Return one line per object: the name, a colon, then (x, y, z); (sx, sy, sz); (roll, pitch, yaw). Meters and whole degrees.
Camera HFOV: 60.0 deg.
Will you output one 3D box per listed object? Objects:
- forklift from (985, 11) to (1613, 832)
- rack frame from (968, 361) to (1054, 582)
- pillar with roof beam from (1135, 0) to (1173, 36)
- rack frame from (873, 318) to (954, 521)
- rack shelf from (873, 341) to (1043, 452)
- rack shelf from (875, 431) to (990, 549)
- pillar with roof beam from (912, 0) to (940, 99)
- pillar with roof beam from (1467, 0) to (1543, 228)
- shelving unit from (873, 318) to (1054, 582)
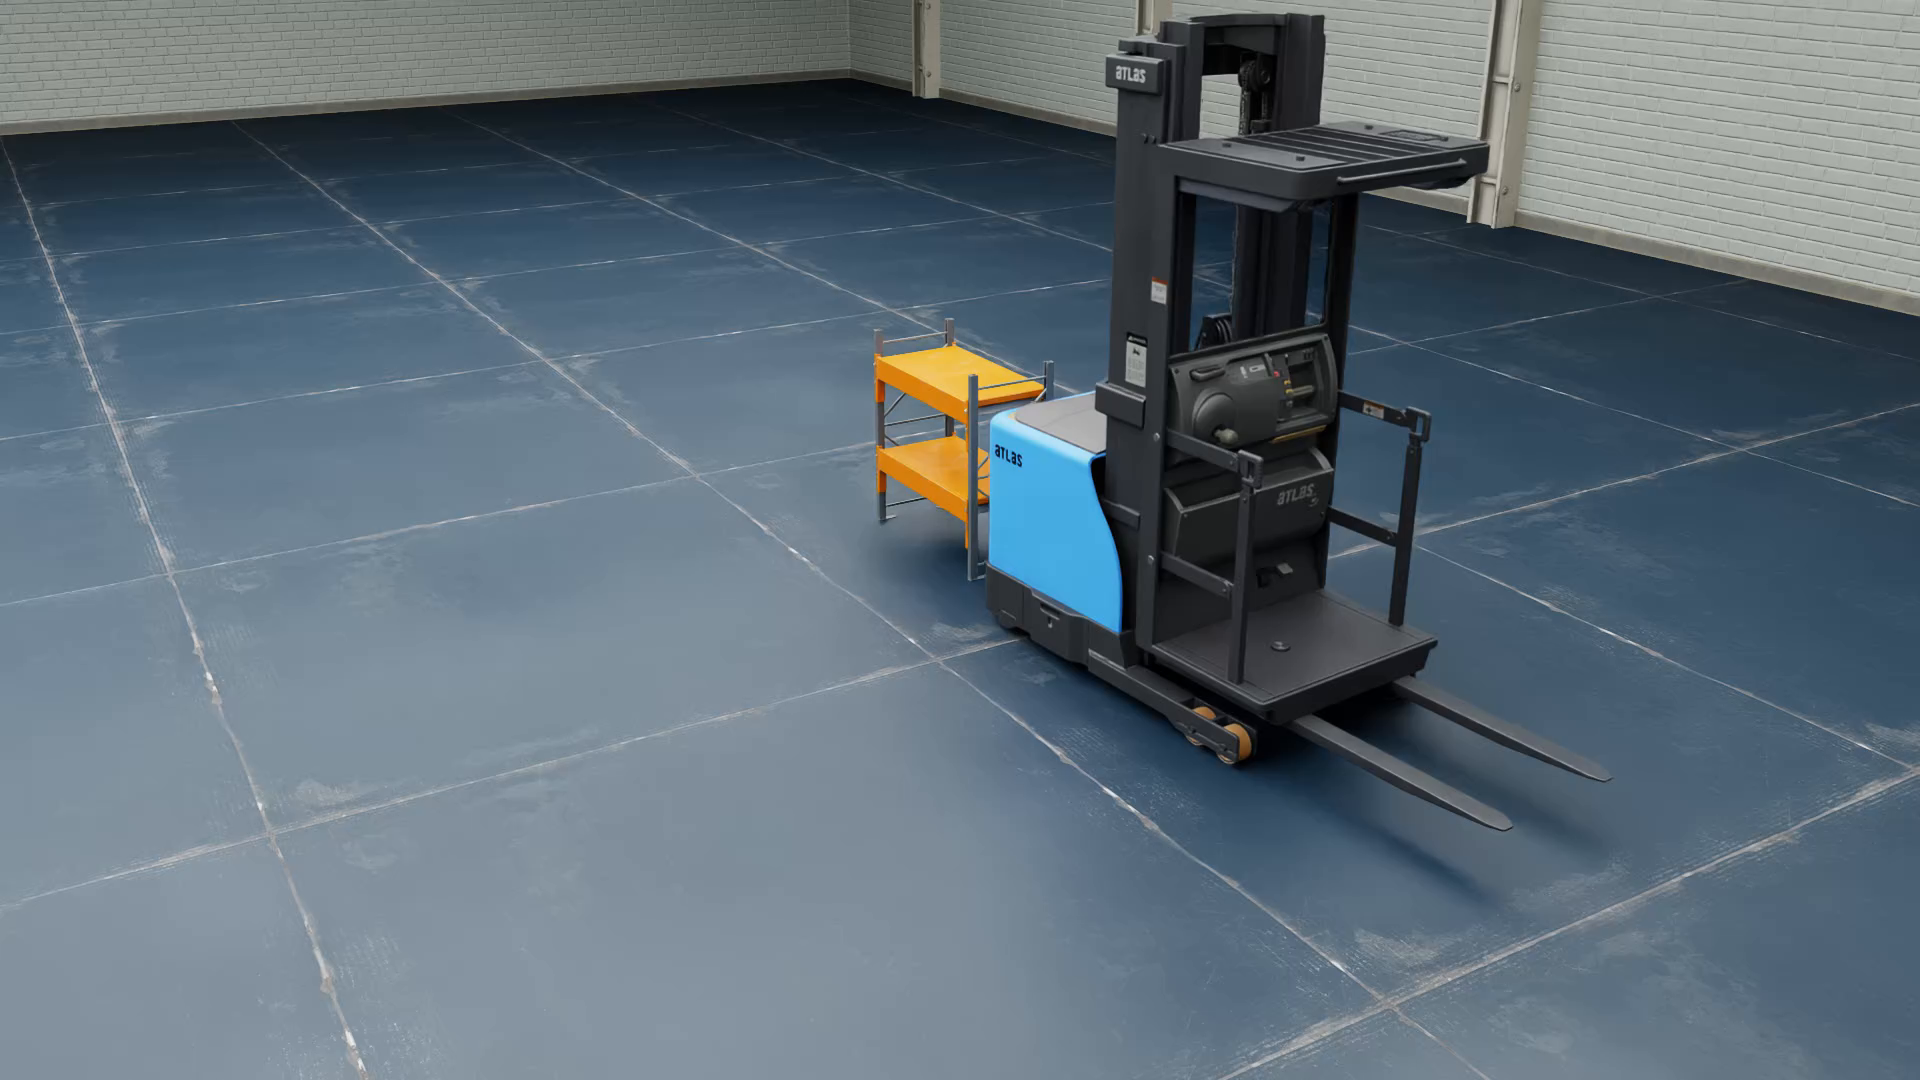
forklift: (1.390, -0.622, 6.950); (1.130, 2.935, 3.031); (-15, 27, -32)
rack frame: (0.263, -0.354, 8.689); (0.500, 1.125, 0.032); (-13, 25, -28)
pillar with roof beam: (-1.180, -8.612, 18.548); (9.100, 9.000, 0.400); (-13, 25, -28)
rack frame: (-0.256, -0.683, 9.499); (0.500, 1.125, 0.032); (-13, 25, -28)
rack shelf: (0.003, -0.790, 8.984); (0.538, 0.278, 1.000); (-13, 25, -28)
rack shelf: (0.003, -0.292, 9.186); (0.538, 0.278, 1.000); (-13, 25, -28)
pillar with roof beam: (-4.245, -10.554, 23.326); (9.100, 9.000, 0.400); (-13, 25, -28)
pillar with roof beam: (1.884, -6.669, 13.769); (9.100, 9.000, 0.400); (-13, 25, -28)
shelving unit: (0.003, -0.519, 9.094); (0.538, 1.125, 1.048); (-13, 25, -28)
